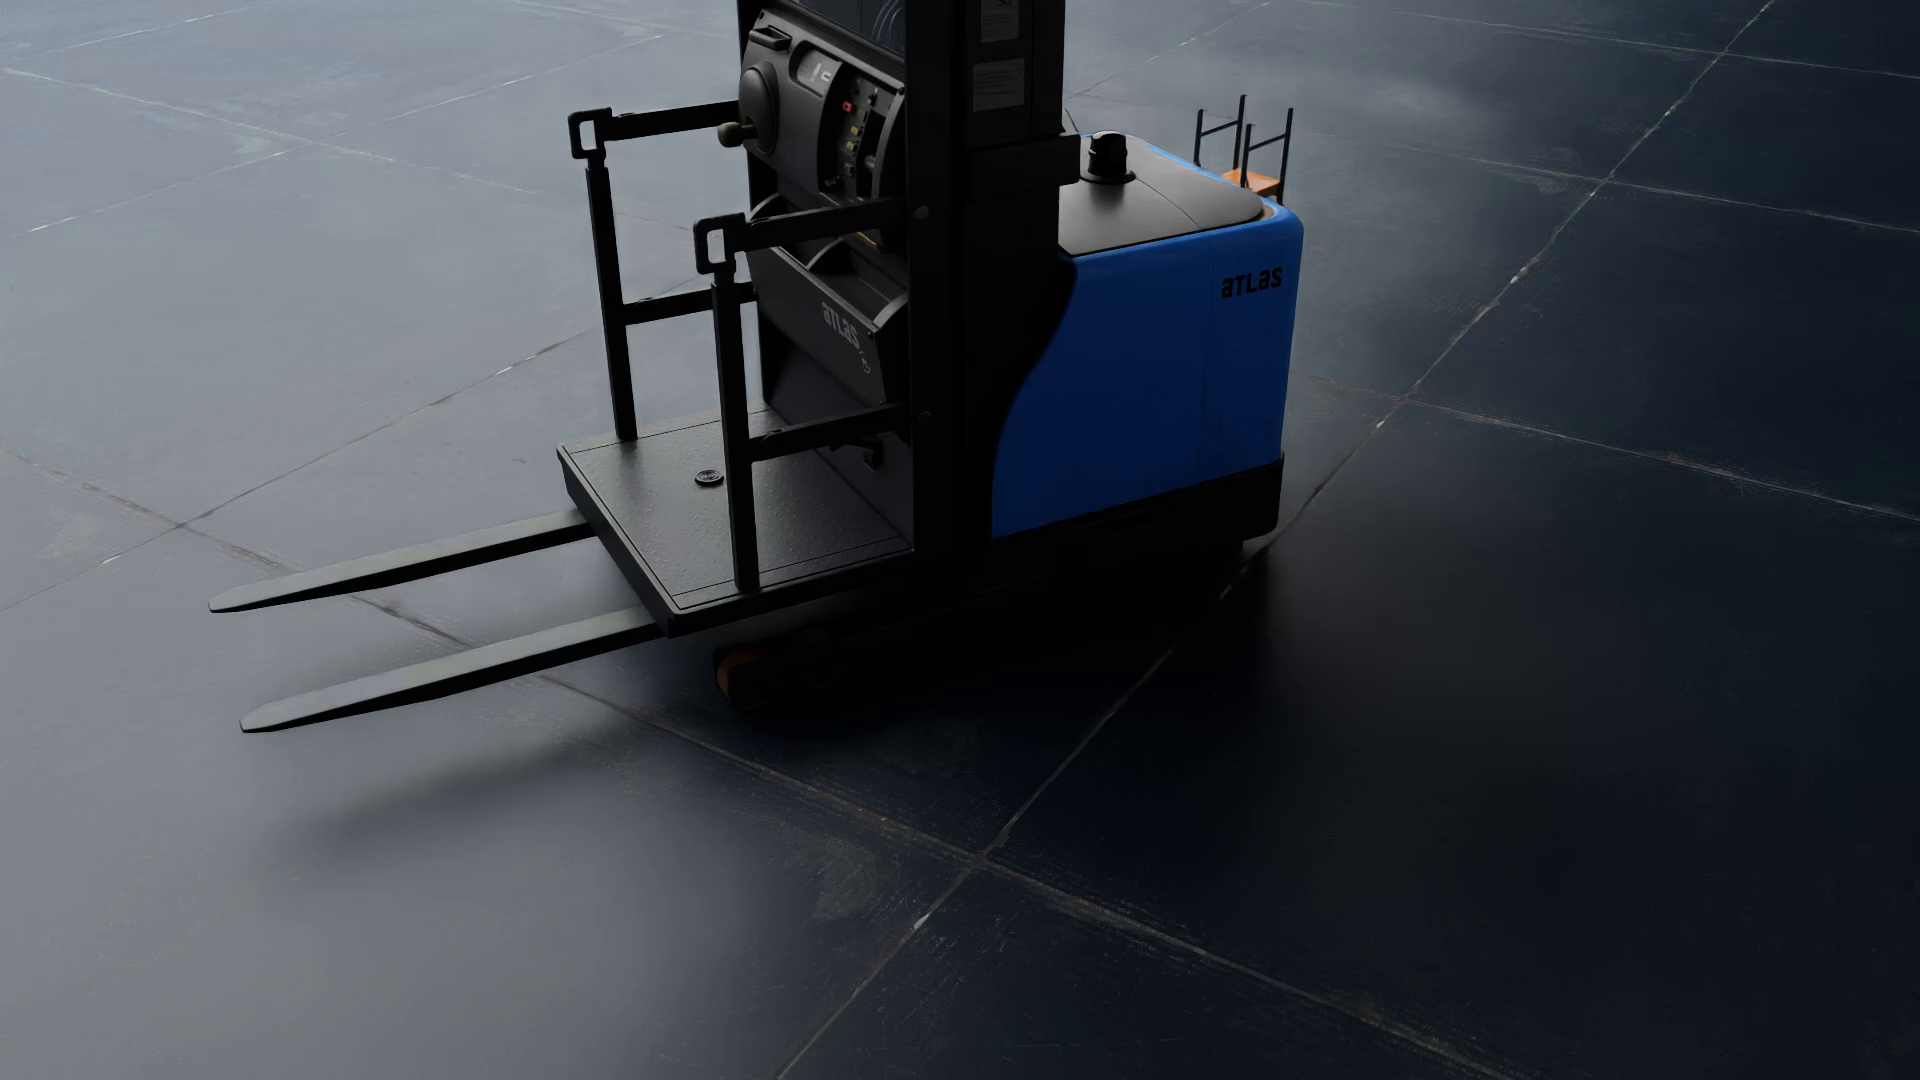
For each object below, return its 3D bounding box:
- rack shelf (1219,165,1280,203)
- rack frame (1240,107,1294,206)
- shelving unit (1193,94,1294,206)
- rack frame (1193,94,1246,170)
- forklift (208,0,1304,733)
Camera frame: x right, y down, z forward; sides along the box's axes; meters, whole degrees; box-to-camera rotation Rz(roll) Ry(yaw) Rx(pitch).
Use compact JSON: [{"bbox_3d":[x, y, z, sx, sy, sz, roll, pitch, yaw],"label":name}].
[{"bbox_3d":[0.881,-1.094,5.298,0.180,0.103,0.258,28,41,36],"label":"rack shelf"},{"bbox_3d":[0.943,-0.792,5.413,0.006,1.200,0.240,28,41,36],"label":"rack frame"},{"bbox_3d":[0.877,-0.827,5.467,0.189,1.200,0.258,28,41,36],"label":"shelving unit"},{"bbox_3d":[0.812,-0.862,5.520,0.006,1.200,0.240,28,41,36],"label":"rack frame"},{"bbox_3d":[-0.553,-1.118,4.257,3.031,2.935,1.130,-15,33,-24],"label":"forklift"}]
